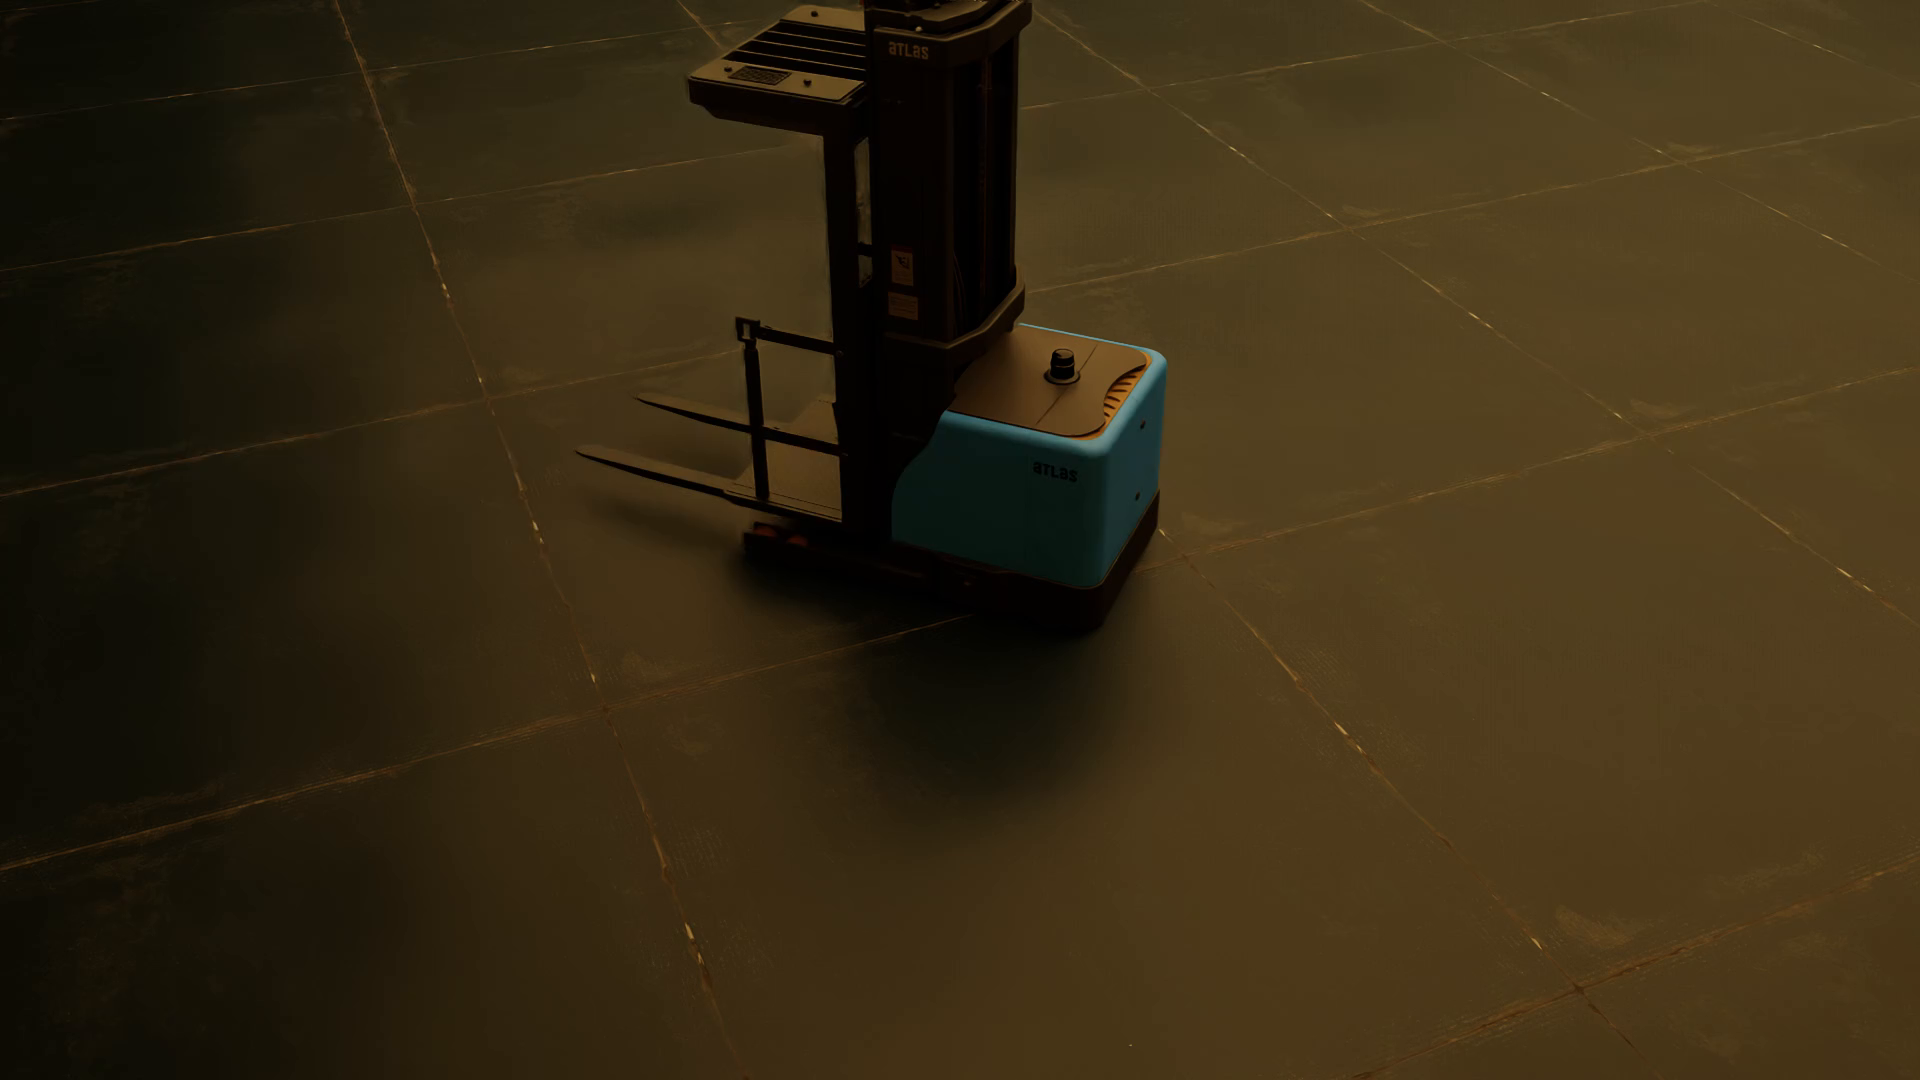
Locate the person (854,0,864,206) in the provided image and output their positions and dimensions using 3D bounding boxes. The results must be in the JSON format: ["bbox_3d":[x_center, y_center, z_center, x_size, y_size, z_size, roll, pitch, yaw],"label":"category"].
[{"bbox_3d":[-0.604,-3.052,11.473,0.672,1.808,0.517,-17,39,-22],"label":"person"}]

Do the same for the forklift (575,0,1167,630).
[{"bbox_3d":[-0.545,-1.319,7.954,3.031,2.935,1.130,14,38,19],"label":"forklift"}]
